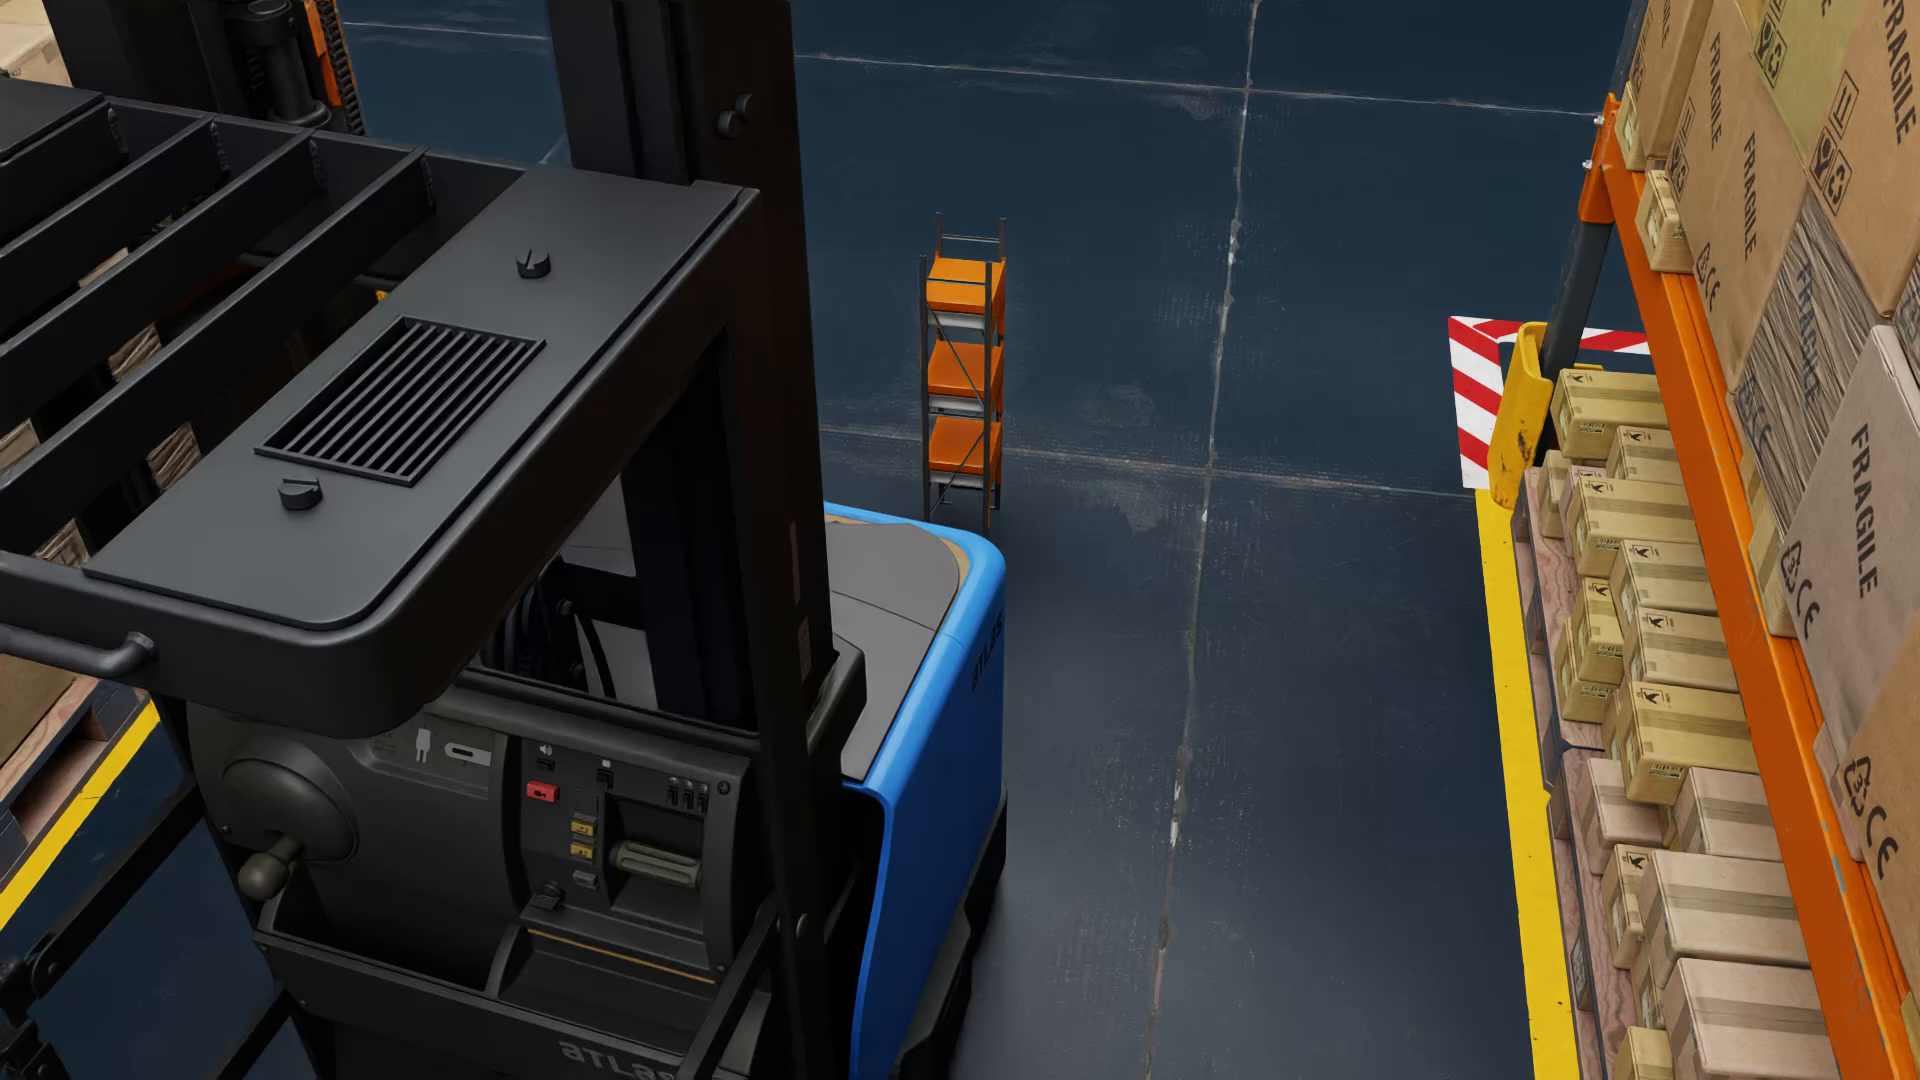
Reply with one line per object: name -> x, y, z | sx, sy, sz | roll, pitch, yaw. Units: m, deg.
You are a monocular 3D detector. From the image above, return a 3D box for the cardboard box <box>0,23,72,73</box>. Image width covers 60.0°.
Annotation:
cardboard box -> -2.525, -1.046, 4.045 | 0.500, 0.250, 0.500 | 5, 40, 6

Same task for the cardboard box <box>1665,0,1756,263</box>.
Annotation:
cardboard box -> 1.924, -0.913, 3.688 | 0.500, 0.500, 0.500 | 6, 40, 8

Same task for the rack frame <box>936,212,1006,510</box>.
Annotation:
rack frame -> 0.030, -0.515, 5.049 | 0.200, 1.050, 0.008 | 6, 40, 8

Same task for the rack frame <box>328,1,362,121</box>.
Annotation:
rack frame -> -2.526, -1.960, 5.266 | 1.000, 3.000, 0.127 | 6, 40, 8

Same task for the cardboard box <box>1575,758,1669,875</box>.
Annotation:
cardboard box -> 1.703, 0.676, 3.986 | 0.380, 0.149, 0.250 | 5, 40, 6

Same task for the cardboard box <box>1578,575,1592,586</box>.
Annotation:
cardboard box -> 1.971, 0.054, 4.738 | 0.380, 0.149, 0.250 | 6, 40, 7

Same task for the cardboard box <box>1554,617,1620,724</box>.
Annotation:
cardboard box -> 1.782, 0.359, 4.369 | 0.380, 0.149, 0.250 | 7, 40, 8

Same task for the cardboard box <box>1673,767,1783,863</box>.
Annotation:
cardboard box -> 1.758, 0.646, 3.556 | 0.380, 0.149, 0.250 | 6, 40, 8

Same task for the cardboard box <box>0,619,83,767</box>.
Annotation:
cardboard box -> -2.870, 0.237, 3.947 | 0.875, 0.875, 0.875 | 6, 40, 8

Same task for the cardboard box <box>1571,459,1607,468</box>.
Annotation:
cardboard box -> 1.998, -0.227, 4.845 | 0.380, 0.149, 0.250 | 8, 40, 10

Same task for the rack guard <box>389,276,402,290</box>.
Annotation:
rack guard -> -2.522, -1.012, 6.081 | 1.175, 0.500, 0.348 | 6, 40, 8

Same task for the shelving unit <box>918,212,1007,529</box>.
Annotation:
shelving unit -> 0.009, -0.438, 4.956 | 0.215, 1.050, 0.252 | 6, 40, 8

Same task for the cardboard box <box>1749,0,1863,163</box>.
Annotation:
cardboard box -> 1.809, -0.994, 3.002 | 0.500, 0.500, 0.500 | 6, 40, 7

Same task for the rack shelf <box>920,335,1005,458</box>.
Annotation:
rack shelf -> 0.009, -0.430, 4.963 | 0.215, 0.259, 0.240 | 6, 40, 8

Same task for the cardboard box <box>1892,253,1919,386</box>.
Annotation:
cardboard box -> 1.651, -0.347, 2.219 | 0.500, 0.500, 0.500 | 7, 40, 9

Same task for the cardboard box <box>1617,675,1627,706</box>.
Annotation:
cardboard box -> 1.836, 0.428, 4.052 | 0.380, 0.149, 0.250 | 5, 40, 6

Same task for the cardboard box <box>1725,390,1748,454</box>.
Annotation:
cardboard box -> 1.808, -0.261, 3.409 | 0.380, 0.149, 0.250 | 6, 40, 7

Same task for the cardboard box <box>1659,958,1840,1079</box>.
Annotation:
cardboard box -> 1.573, 0.960, 3.175 | 0.380, 0.149, 0.250 | 5, 40, 6

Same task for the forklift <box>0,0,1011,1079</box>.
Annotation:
forklift -> -0.815, 0.469, 2.382 | 1.130, 2.935, 3.031 | 12, 41, 14

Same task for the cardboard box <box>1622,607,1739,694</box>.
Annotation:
cardboard box -> 1.798, 0.317, 3.953 | 0.380, 0.149, 0.250 | 8, 40, 9

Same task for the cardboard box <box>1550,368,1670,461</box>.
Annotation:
cardboard box -> 1.916, -0.351, 4.761 | 0.380, 0.149, 0.250 | 5, 40, 6

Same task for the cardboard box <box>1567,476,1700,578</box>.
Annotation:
cardboard box -> 1.817, -0.020, 4.361 | 0.380, 0.149, 0.250 | 6, 40, 8

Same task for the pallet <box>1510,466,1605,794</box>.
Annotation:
pallet -> 2.153, 0.279, 4.747 | 1.003, 0.211, 1.213 | 6, 40, 8

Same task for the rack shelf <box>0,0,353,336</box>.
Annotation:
rack shelf -> -2.872, -0.427, 3.978 | 1.077, 0.370, 4.000 | 6, 40, 8

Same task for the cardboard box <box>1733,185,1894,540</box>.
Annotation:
cardboard box -> 1.745, -0.286, 2.930 | 0.500, 0.500, 0.500 | 5, 40, 7

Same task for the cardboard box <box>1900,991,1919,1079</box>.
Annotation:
cardboard box -> 1.510, 0.718, 2.225 | 0.380, 0.149, 0.250 | 8, 40, 9

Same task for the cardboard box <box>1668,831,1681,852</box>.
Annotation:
cardboard box -> 1.773, 0.772, 3.637 | 0.380, 0.149, 0.250 | 8, 40, 10

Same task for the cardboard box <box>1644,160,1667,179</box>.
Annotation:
cardboard box -> 1.959, -0.921, 4.207 | 0.380, 0.149, 0.250 | 8, 40, 9

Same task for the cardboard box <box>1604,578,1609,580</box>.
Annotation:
cardboard box -> 1.940, 0.102, 4.447 | 0.380, 0.149, 0.250 | 7, 40, 8

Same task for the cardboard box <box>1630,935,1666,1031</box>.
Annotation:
cardboard box -> 1.672, 1.008, 3.584 | 0.380, 0.149, 0.250 | 7, 40, 9

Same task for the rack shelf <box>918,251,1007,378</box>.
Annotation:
rack shelf -> 0.009, -0.649, 4.782 | 0.215, 0.259, 0.240 | 6, 40, 8

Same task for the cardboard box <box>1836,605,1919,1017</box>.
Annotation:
cardboard box -> 1.546, 0.347, 2.164 | 0.500, 0.500, 0.500 | 5, 40, 6

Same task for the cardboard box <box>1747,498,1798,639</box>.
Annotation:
cardboard box -> 1.668, 0.063, 3.016 | 0.380, 0.149, 0.250 | 7, 40, 9
